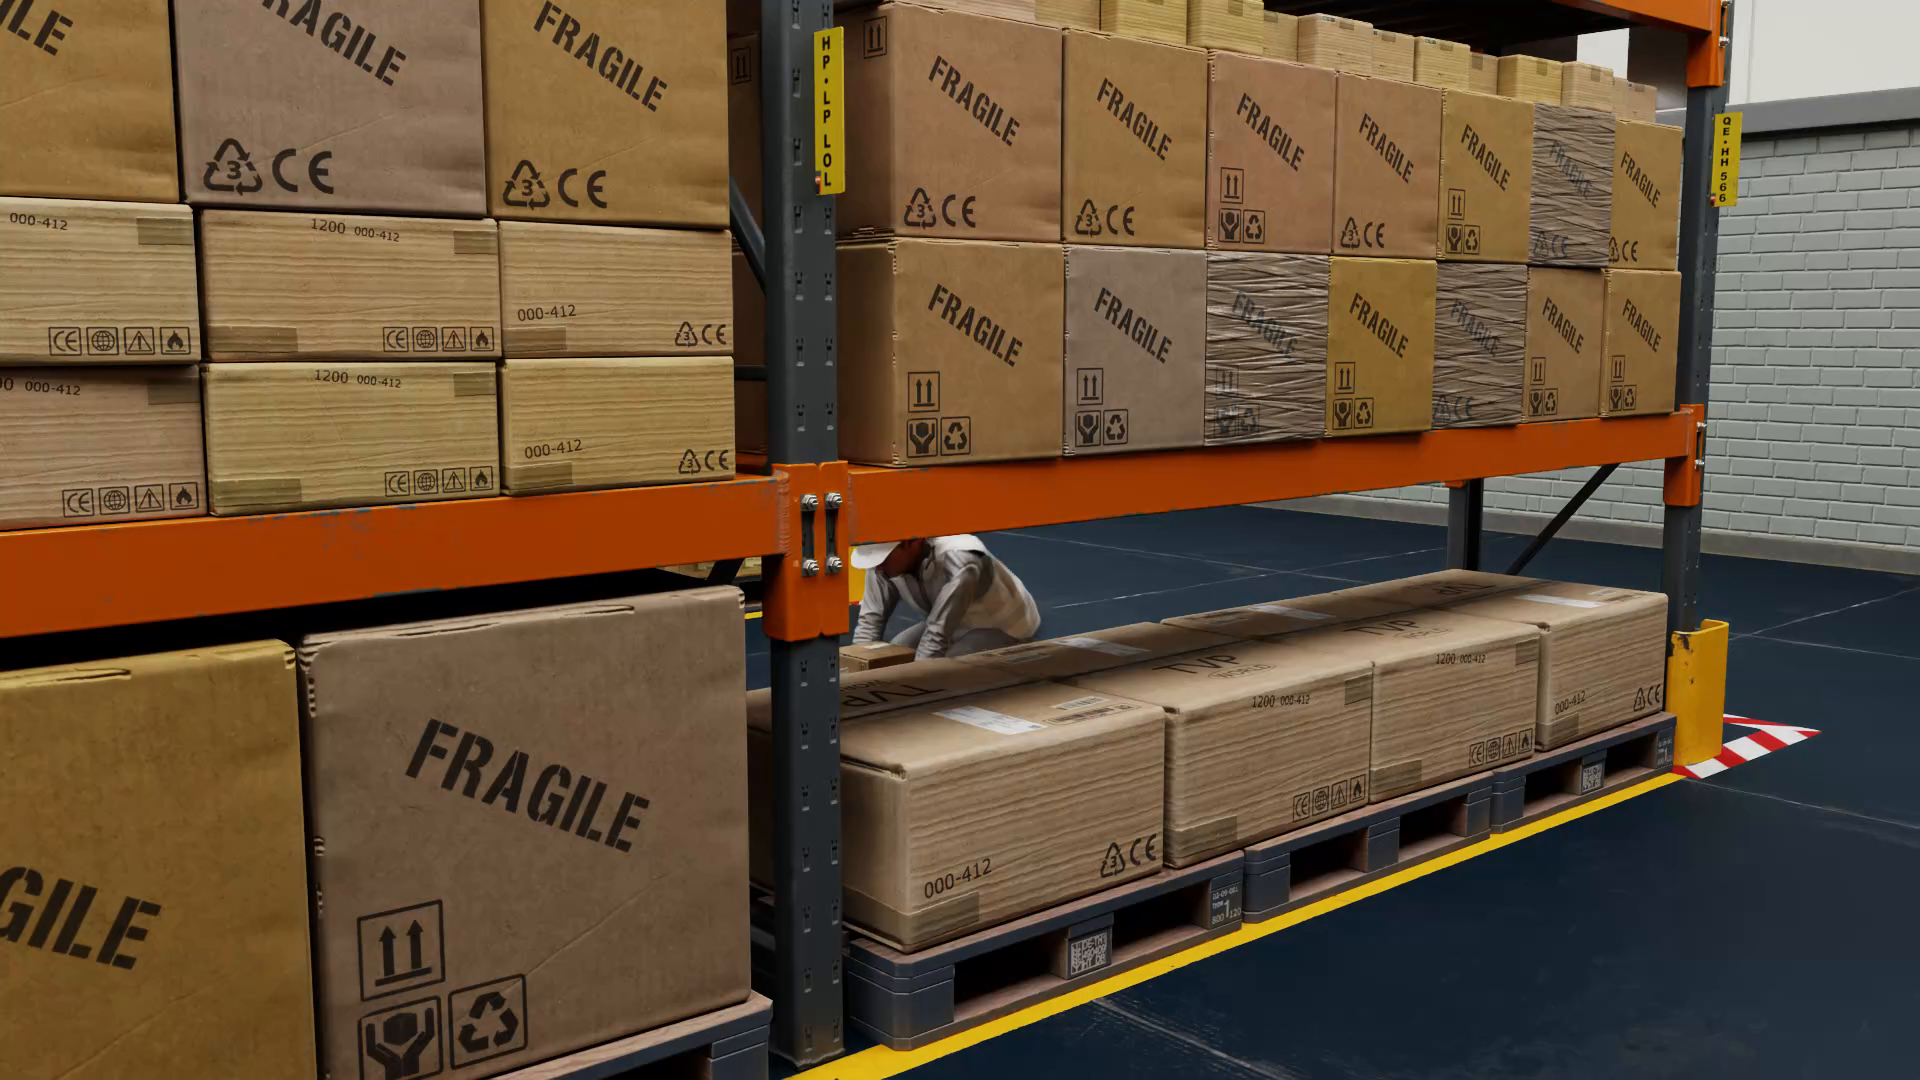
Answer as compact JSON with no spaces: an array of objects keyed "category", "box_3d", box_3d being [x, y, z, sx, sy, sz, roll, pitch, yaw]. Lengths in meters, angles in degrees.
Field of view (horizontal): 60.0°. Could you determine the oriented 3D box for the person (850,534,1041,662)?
[{"category":"person","box_3d":[-0.081,0.316,6.208,0.861,1.024,0.522,-7,10,-43]}]
